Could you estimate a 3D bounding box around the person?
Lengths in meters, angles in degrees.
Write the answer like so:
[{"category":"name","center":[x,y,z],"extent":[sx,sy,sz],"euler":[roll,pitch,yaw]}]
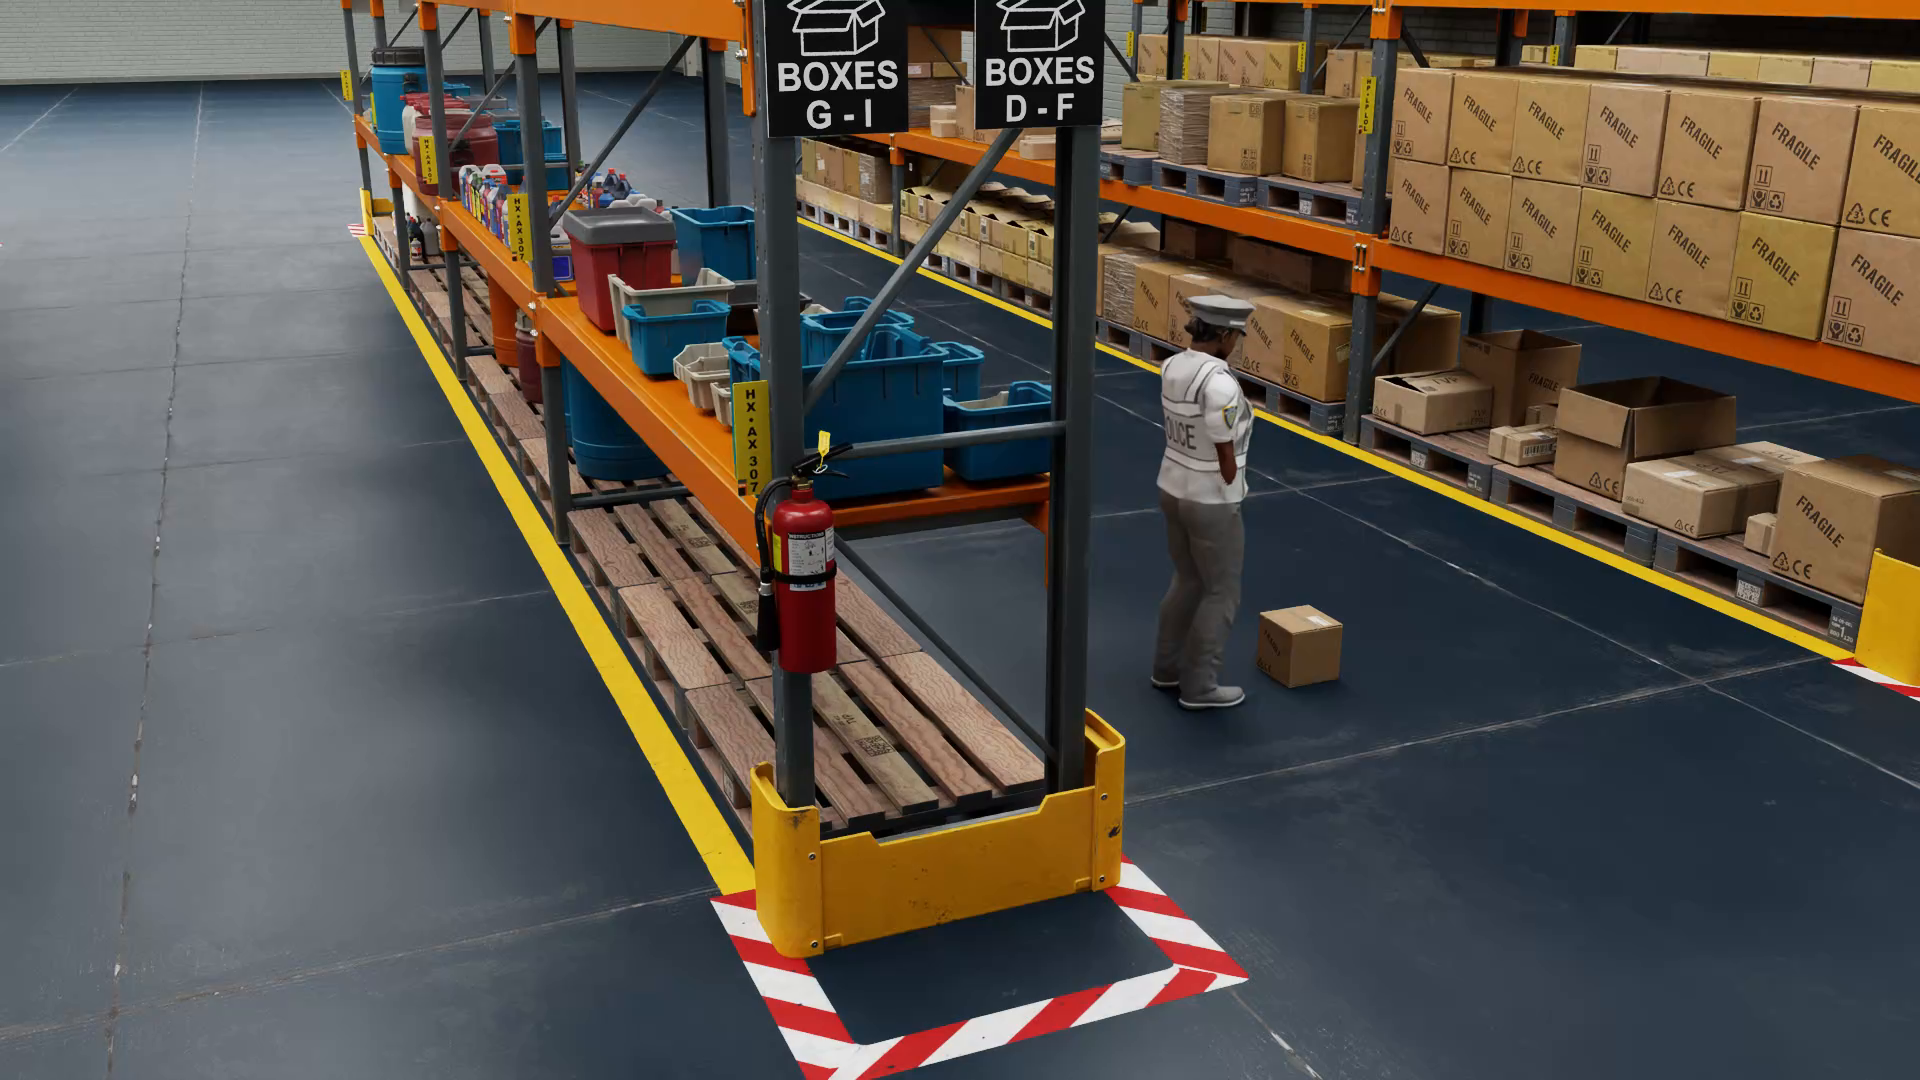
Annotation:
[{"category":"person","center":[0.962,-0.151,6.630],"extent":[0.338,1.652,0.441],"euler":[-7,20,-21]}]
